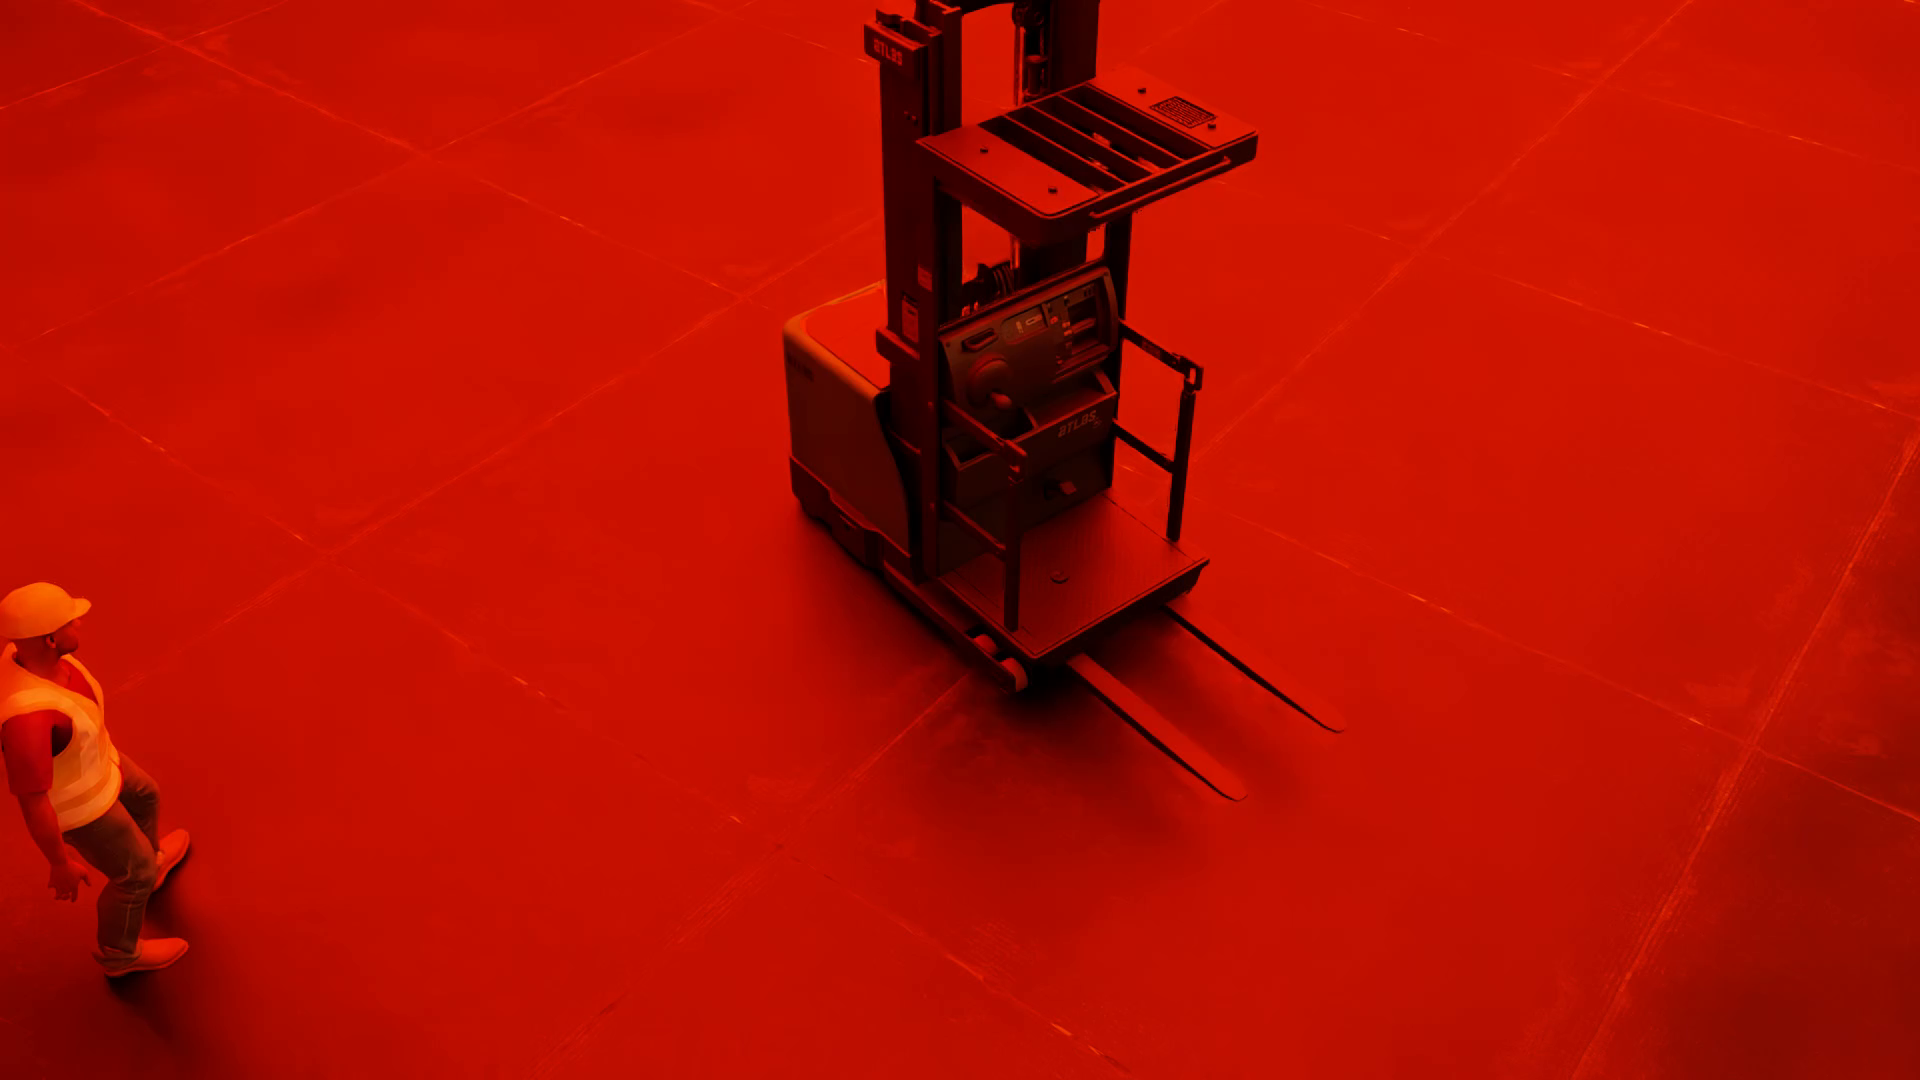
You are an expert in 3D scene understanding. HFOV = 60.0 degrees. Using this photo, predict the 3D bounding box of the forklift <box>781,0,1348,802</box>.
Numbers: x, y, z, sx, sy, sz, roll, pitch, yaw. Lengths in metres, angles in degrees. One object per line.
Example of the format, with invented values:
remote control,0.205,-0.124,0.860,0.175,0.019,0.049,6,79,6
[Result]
forklift,0.444,-0.786,6.997,1.130,2.935,3.031,-27,47,-28

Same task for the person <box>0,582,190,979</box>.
person,-3.136,0.873,5.992,0.470,1.726,0.890,-16,43,-18
